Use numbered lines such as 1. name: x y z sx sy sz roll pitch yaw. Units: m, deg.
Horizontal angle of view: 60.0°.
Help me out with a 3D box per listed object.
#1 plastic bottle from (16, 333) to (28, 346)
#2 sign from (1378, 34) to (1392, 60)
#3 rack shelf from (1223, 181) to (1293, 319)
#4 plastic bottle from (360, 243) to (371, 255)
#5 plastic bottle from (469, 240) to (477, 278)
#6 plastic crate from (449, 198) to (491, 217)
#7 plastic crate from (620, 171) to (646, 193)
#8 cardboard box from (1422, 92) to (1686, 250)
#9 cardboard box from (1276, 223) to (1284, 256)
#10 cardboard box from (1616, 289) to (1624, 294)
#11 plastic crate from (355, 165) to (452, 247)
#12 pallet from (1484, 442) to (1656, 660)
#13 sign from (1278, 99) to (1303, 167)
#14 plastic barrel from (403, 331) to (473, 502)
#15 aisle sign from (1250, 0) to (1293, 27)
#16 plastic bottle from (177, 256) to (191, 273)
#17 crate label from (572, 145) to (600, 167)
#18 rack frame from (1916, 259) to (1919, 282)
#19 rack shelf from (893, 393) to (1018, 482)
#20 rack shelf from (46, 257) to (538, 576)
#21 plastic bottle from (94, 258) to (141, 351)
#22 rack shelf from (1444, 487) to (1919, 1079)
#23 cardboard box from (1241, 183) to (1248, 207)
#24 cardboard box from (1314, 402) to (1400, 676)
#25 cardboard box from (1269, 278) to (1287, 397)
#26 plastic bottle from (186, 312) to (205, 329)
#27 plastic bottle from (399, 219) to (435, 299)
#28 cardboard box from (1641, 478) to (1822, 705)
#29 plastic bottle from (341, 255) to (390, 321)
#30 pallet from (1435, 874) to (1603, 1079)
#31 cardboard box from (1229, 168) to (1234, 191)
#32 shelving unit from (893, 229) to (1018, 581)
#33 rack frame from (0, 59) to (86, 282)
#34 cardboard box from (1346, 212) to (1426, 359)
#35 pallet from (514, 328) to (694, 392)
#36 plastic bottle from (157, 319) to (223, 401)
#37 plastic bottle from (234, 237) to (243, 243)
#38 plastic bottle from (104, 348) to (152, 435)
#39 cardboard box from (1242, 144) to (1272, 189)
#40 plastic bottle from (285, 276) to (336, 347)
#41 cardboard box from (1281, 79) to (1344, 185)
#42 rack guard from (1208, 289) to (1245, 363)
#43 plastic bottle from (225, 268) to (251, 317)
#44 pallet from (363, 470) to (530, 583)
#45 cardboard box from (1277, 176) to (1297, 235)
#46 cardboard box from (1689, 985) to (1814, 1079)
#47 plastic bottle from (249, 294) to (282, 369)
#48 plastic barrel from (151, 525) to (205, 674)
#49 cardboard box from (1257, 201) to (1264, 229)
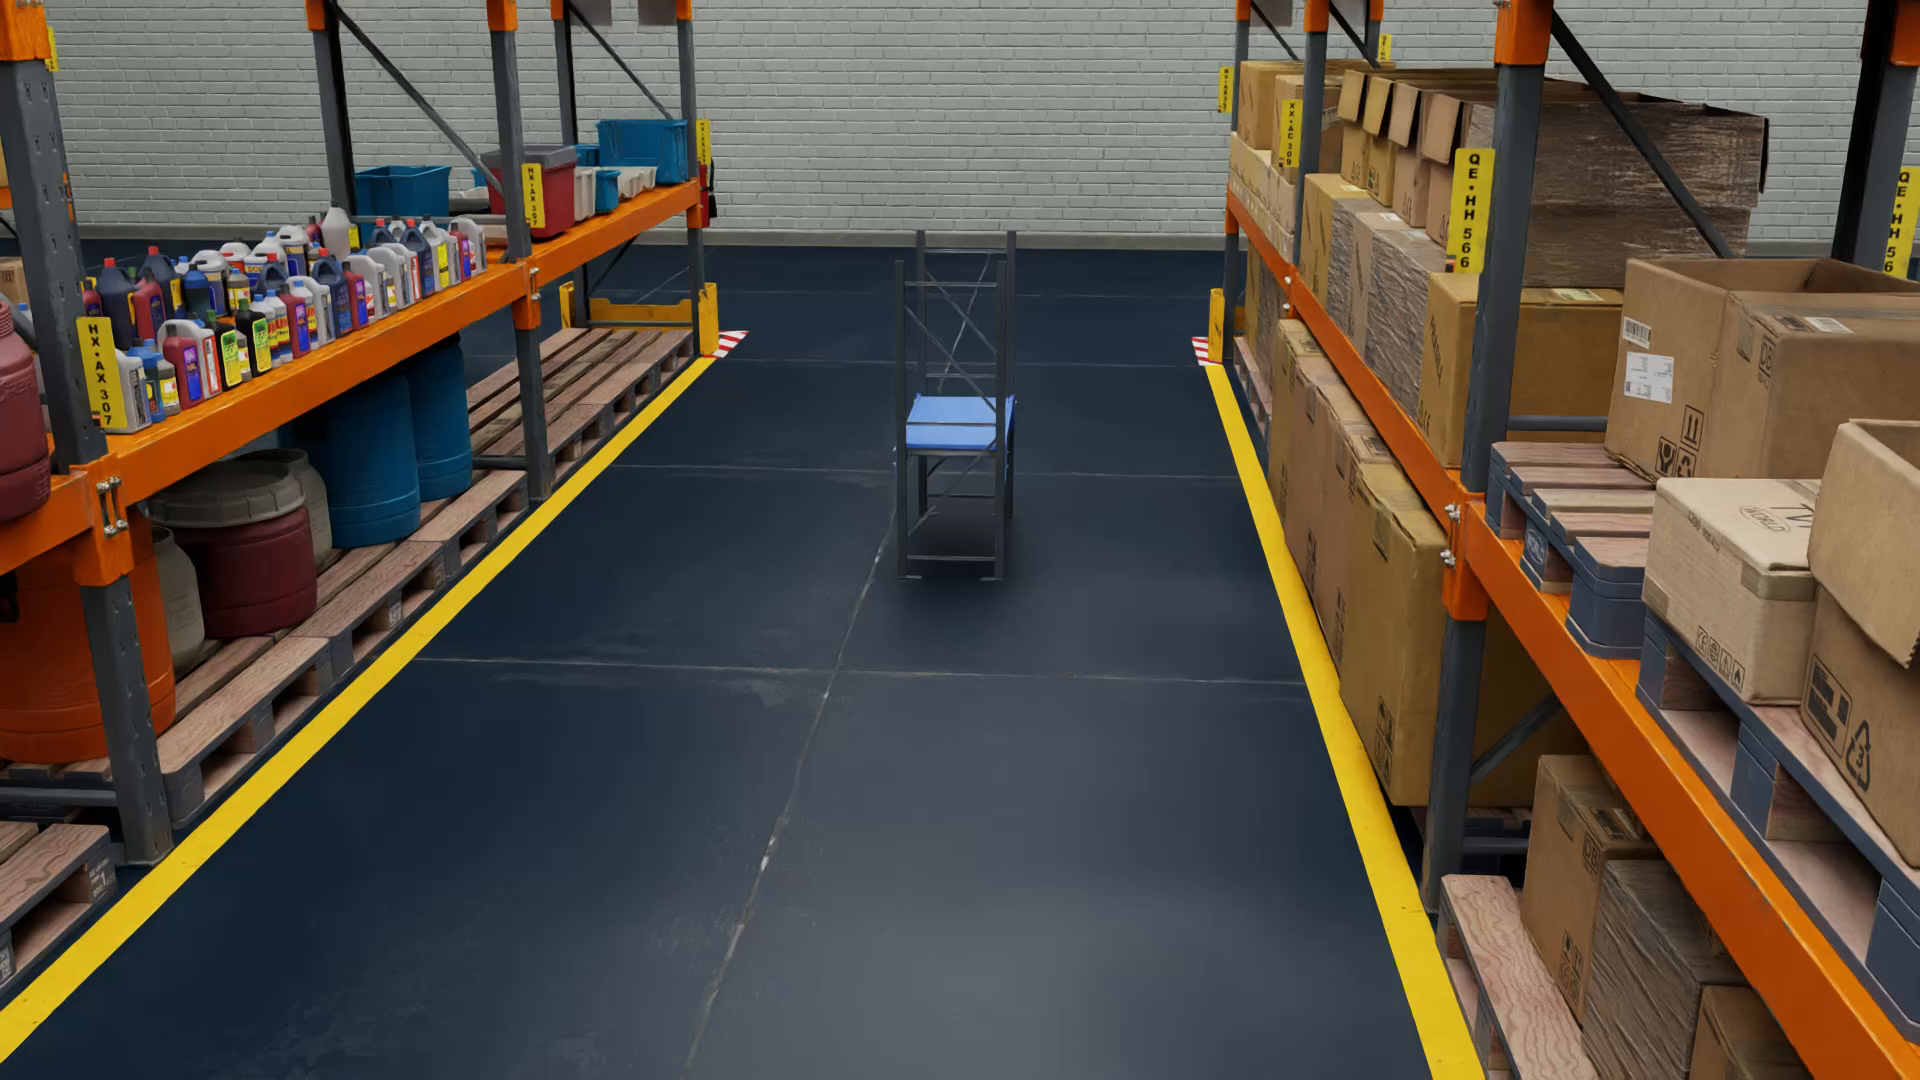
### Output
1. plastic bottle: -3.371 -0.656 5.927 0.097 0.201 0.097 0 18 0
2. sign: 3.015 -3.438 11.858 0.100 0.325 0.005 1 18 4
3. rack shelf: 2.332 -1.828 10.341 1.077 0.370 4.000 1 18 4
4. plastic bottle: -2.646 -1.196 7.462 0.097 0.271 0.097 0 18 0
5. plastic bottle: -2.439 -1.399 8.194 0.097 0.201 0.097 0 18 0
6. plastic crate: -2.940 -1.911 9.784 0.437 0.125 0.590 1 18 4
7. plastic crate: -2.378 -2.458 11.435 0.396 0.136 0.243 1 18 4
8. cardboard box: 2.020 -1.260 5.680 0.797 0.503 0.637 2 18 5
9. cardboard box: 1.902 -1.612 8.928 0.380 0.149 0.250 2 18 5
10. cardboard box: 2.208 -0.499 4.969 0.500 0.500 0.500 2 18 6
11. plastic crate: -3.059 -1.833 9.130 0.392 0.384 0.575 1 18 4
12. pallet: 1.957 0.008 3.889 1.213 0.211 1.003 1 18 4
13. sign: 1.635 -2.010 8.223 0.100 0.325 0.005 1 18 4
14. plastic barrel: -2.808 -0.694 8.418 0.600 0.901 0.708 1 18 4
15. aisle sign: 2.181 -4.056 11.809 0.394 0.787 0.004 1 18 4
16. plastic bottle: -3.284 -1.068 7.073 0.097 0.271 0.097 0 18 0
17. crate label: -2.811 -2.782 12.267 0.416 0.233 0.303 1 18 4
18. rack frame: 7.415 -2.649 11.691 1.000 3.000 0.127 1 18 4
19. rack shelf: -0.006 -0.515 8.165 0.538 0.185 1.000 1 18 4
20. rack shelf: -2.895 -0.697 6.887 1.077 0.370 4.000 1 18 4
21. plastic bottle: -3.300 -0.933 6.531 0.144 0.351 0.185 1 18 4
22. rack shelf: 1.758 0.656 2.758 1.077 0.370 4.000 1 18 4
23. cardboard box: 2.049 -2.250 10.876 0.380 0.149 0.250 1 18 3
24. cardboard box: 2.043 0.013 6.305 1.225 0.875 0.875 1 18 4
25. cardboard box: 2.380 -1.222 10.072 0.875 0.875 0.875 1 18 4
26. plastic bottle: -2.677 -0.664 5.838 0.097 0.271 0.097 0 18 0
27. plastic bottle: -2.505 -1.286 7.610 0.144 0.351 0.185 1 18 4
28. cardboard box: 1.552 0.080 2.927 0.500 0.250 0.500 1 18 2
29. plastic bottle: -2.546 -1.087 7.123 0.152 0.276 0.135 1 18 4
30. pallet: 1.844 1.261 4.236 1.003 0.211 1.213 1 18 4
31. cardboard box: 2.120 -2.569 11.850 0.380 0.149 0.250 1 18 5
32. shelving unit: -0.006 -0.686 8.109 0.538 1.500 1.048 1 18 4
33. rack frame: -7.406 -3.014 12.803 1.000 3.000 0.127 1 18 4
34. cardboard box: 1.803 -0.987 6.458 0.500 0.500 0.500 2 18 5
35. pallet: -2.563 -1.322 12.117 1.003 0.211 1.213 1 18 4
36. plastic bottle: -2.652 -0.629 5.726 0.152 0.276 0.135 1 18 4
37. plastic bottle: -3.267 -1.224 7.529 0.061 0.283 0.133 1 18 4
38. plastic bottle: -2.685 -0.486 5.287 0.152 0.276 0.135 1 18 4
39. cardboard box: 2.101 -2.401 10.696 0.500 0.250 0.500 1 18 2
40. plastic bottle: -2.586 -0.916 6.602 0.152 0.276 0.135 1 18 4
41. cardboard box: 1.954 -2.124 8.648 0.500 0.500 0.500 2 18 5
42. rack guard: 2.477 -1.611 12.537 1.175 0.500 0.348 1 18 4
43. plastic bottle: -3.122 -1.073 7.201 0.097 0.201 0.097 0 18 0
44. pallet: -2.849 -0.096 8.377 1.003 0.211 1.213 1 18 4
45. cardboard box: 1.958 -1.762 8.747 0.500 0.250 0.500 1 18 3
46. cardboard box: 1.813 1.229 3.162 0.700 0.500 0.500 3 18 9
47. plastic bottle: -2.590 -0.776 6.179 0.097 0.271 0.097 0 18 0
48. plastic barrel: -3.069 0.236 6.208 0.421 0.512 0.421 0 18 0
49. cardboard box: 1.975 -1.931 9.902 0.380 0.149 0.250 1 18 3
